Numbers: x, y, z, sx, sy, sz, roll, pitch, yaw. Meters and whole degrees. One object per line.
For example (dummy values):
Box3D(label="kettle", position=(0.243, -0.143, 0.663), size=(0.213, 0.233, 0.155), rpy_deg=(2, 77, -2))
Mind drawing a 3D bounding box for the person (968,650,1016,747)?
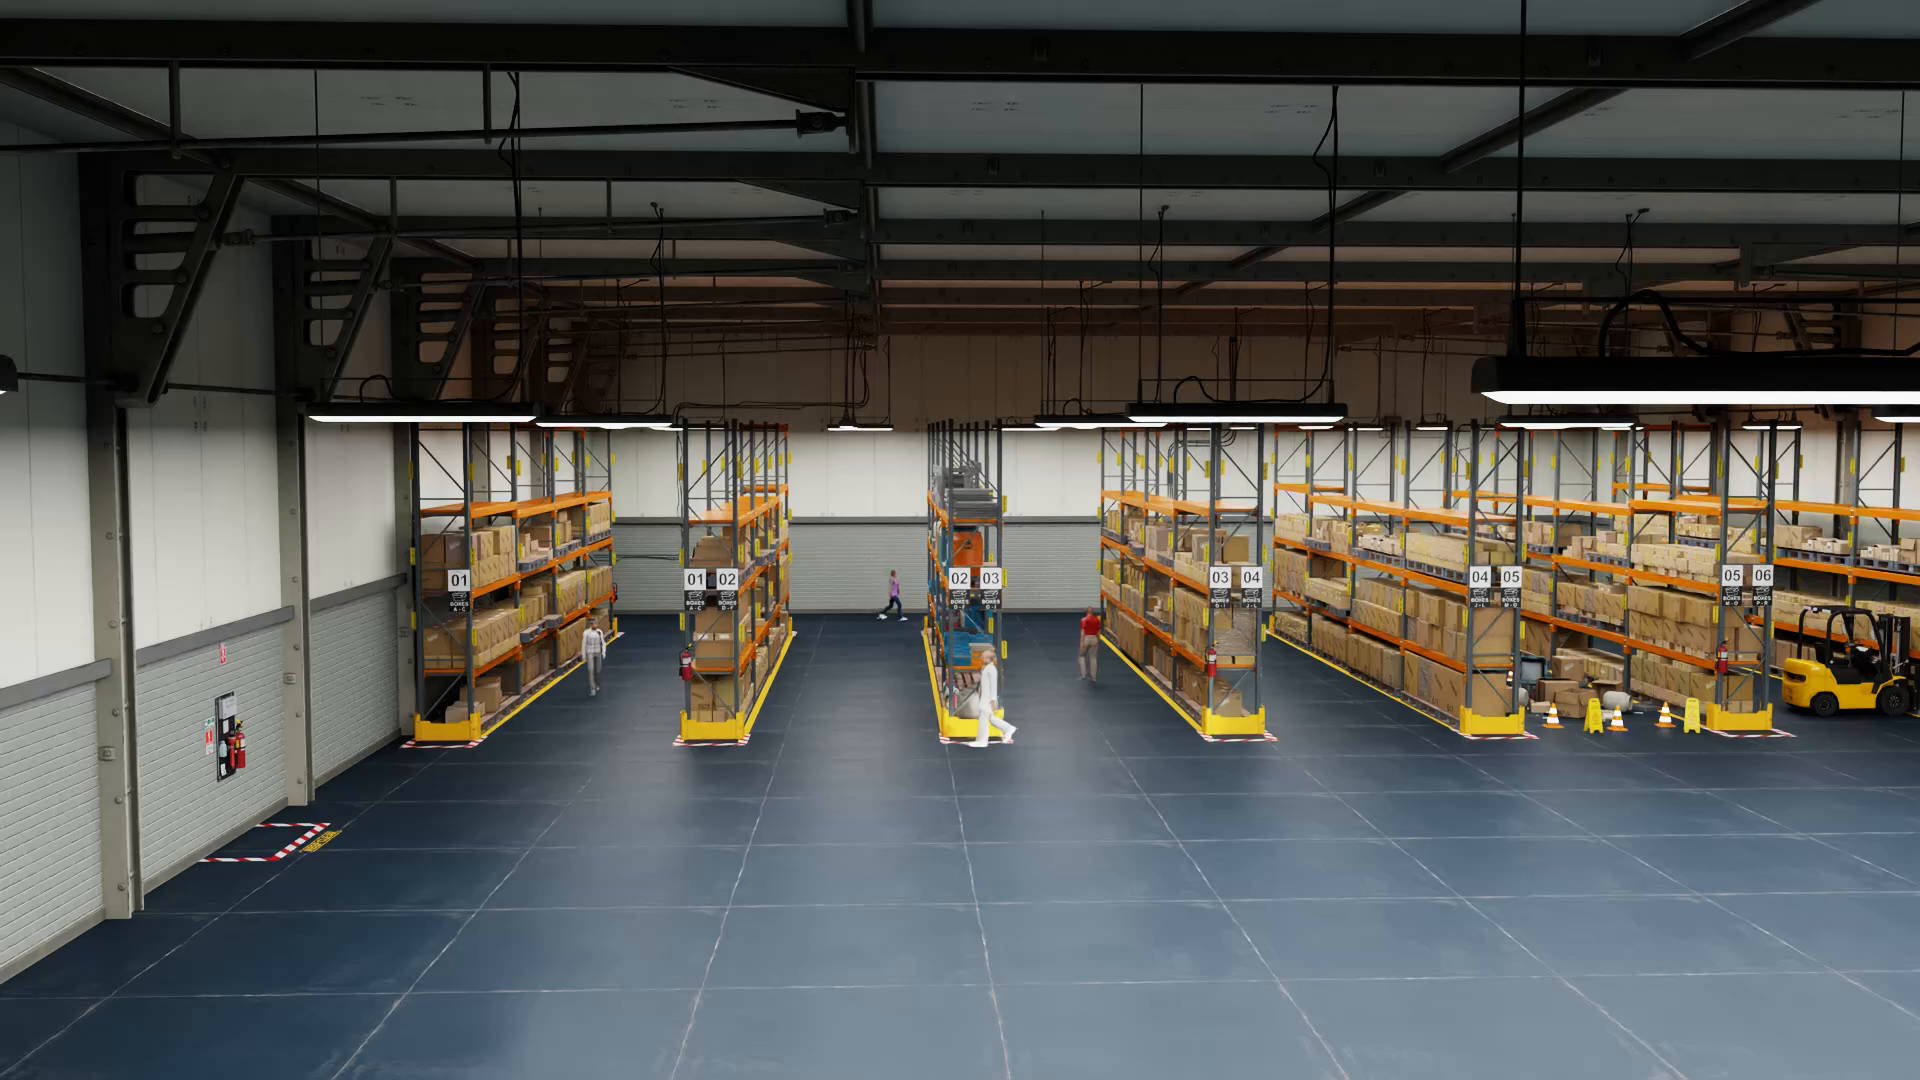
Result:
Box3D(label="person", position=(0.587, 2.893, 30.451), size=(0.895, 1.758, 0.676), rpy_deg=(0, 4, -4))

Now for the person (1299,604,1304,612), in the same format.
Box3D(label="person", position=(10.343, 1.714, 49.760), size=(0.881, 1.616, 0.440), rpy_deg=(-2, 4, -30))

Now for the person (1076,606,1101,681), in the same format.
Box3D(label="person", position=(3.016, 2.427, 38.466), size=(0.554, 1.776, 0.548), rpy_deg=(-1, 4, -15))

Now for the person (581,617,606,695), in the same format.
Box3D(label="person", position=(-8.041, 2.550, 36.732), size=(0.511, 1.666, 0.708), rpy_deg=(-2, 4, -30))

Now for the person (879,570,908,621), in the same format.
Box3D(label="person", position=(-2.034, 1.683, 50.800), size=(0.931, 1.551, 0.397), rpy_deg=(0, 4, 6))
